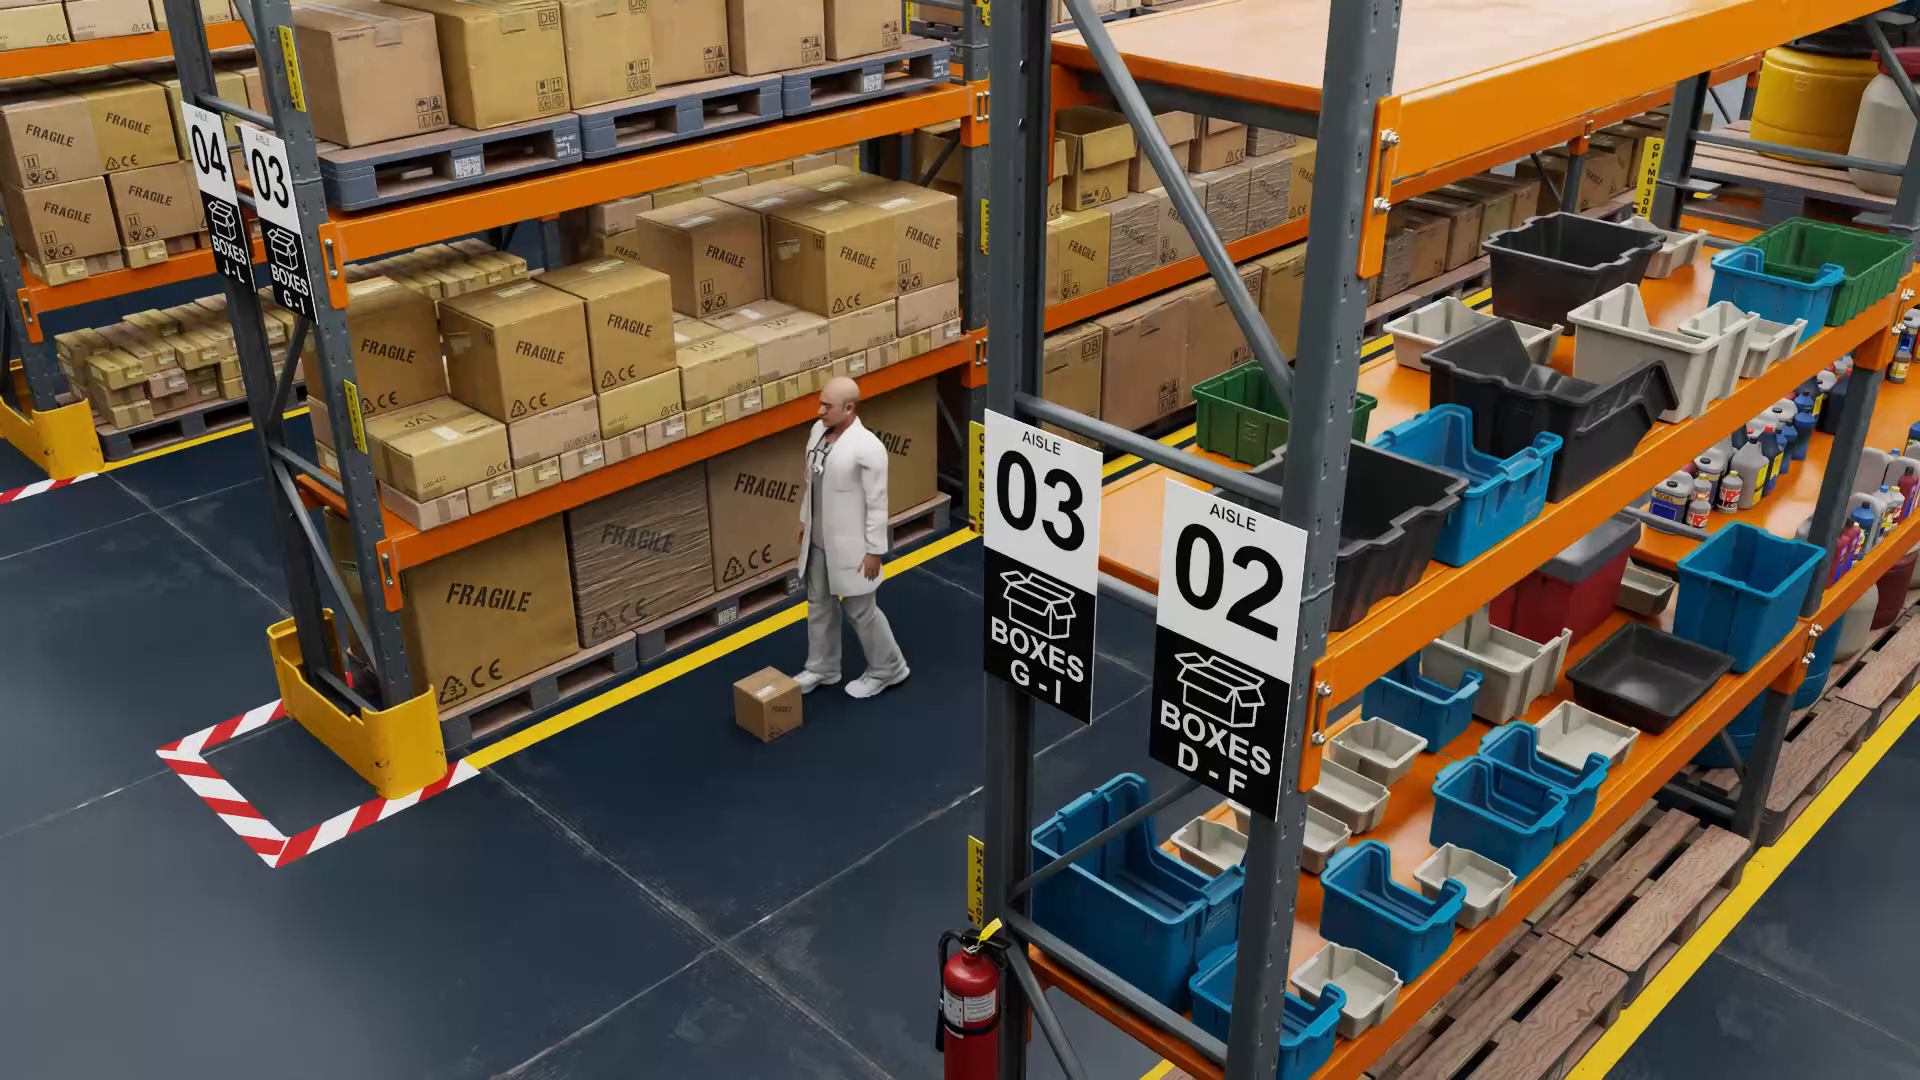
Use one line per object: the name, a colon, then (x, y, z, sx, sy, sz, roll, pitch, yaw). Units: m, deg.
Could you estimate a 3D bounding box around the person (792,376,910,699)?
person: (-0.646, 0.010, 8.623, 0.652, 1.802, 0.611, -20, 34, -34)
